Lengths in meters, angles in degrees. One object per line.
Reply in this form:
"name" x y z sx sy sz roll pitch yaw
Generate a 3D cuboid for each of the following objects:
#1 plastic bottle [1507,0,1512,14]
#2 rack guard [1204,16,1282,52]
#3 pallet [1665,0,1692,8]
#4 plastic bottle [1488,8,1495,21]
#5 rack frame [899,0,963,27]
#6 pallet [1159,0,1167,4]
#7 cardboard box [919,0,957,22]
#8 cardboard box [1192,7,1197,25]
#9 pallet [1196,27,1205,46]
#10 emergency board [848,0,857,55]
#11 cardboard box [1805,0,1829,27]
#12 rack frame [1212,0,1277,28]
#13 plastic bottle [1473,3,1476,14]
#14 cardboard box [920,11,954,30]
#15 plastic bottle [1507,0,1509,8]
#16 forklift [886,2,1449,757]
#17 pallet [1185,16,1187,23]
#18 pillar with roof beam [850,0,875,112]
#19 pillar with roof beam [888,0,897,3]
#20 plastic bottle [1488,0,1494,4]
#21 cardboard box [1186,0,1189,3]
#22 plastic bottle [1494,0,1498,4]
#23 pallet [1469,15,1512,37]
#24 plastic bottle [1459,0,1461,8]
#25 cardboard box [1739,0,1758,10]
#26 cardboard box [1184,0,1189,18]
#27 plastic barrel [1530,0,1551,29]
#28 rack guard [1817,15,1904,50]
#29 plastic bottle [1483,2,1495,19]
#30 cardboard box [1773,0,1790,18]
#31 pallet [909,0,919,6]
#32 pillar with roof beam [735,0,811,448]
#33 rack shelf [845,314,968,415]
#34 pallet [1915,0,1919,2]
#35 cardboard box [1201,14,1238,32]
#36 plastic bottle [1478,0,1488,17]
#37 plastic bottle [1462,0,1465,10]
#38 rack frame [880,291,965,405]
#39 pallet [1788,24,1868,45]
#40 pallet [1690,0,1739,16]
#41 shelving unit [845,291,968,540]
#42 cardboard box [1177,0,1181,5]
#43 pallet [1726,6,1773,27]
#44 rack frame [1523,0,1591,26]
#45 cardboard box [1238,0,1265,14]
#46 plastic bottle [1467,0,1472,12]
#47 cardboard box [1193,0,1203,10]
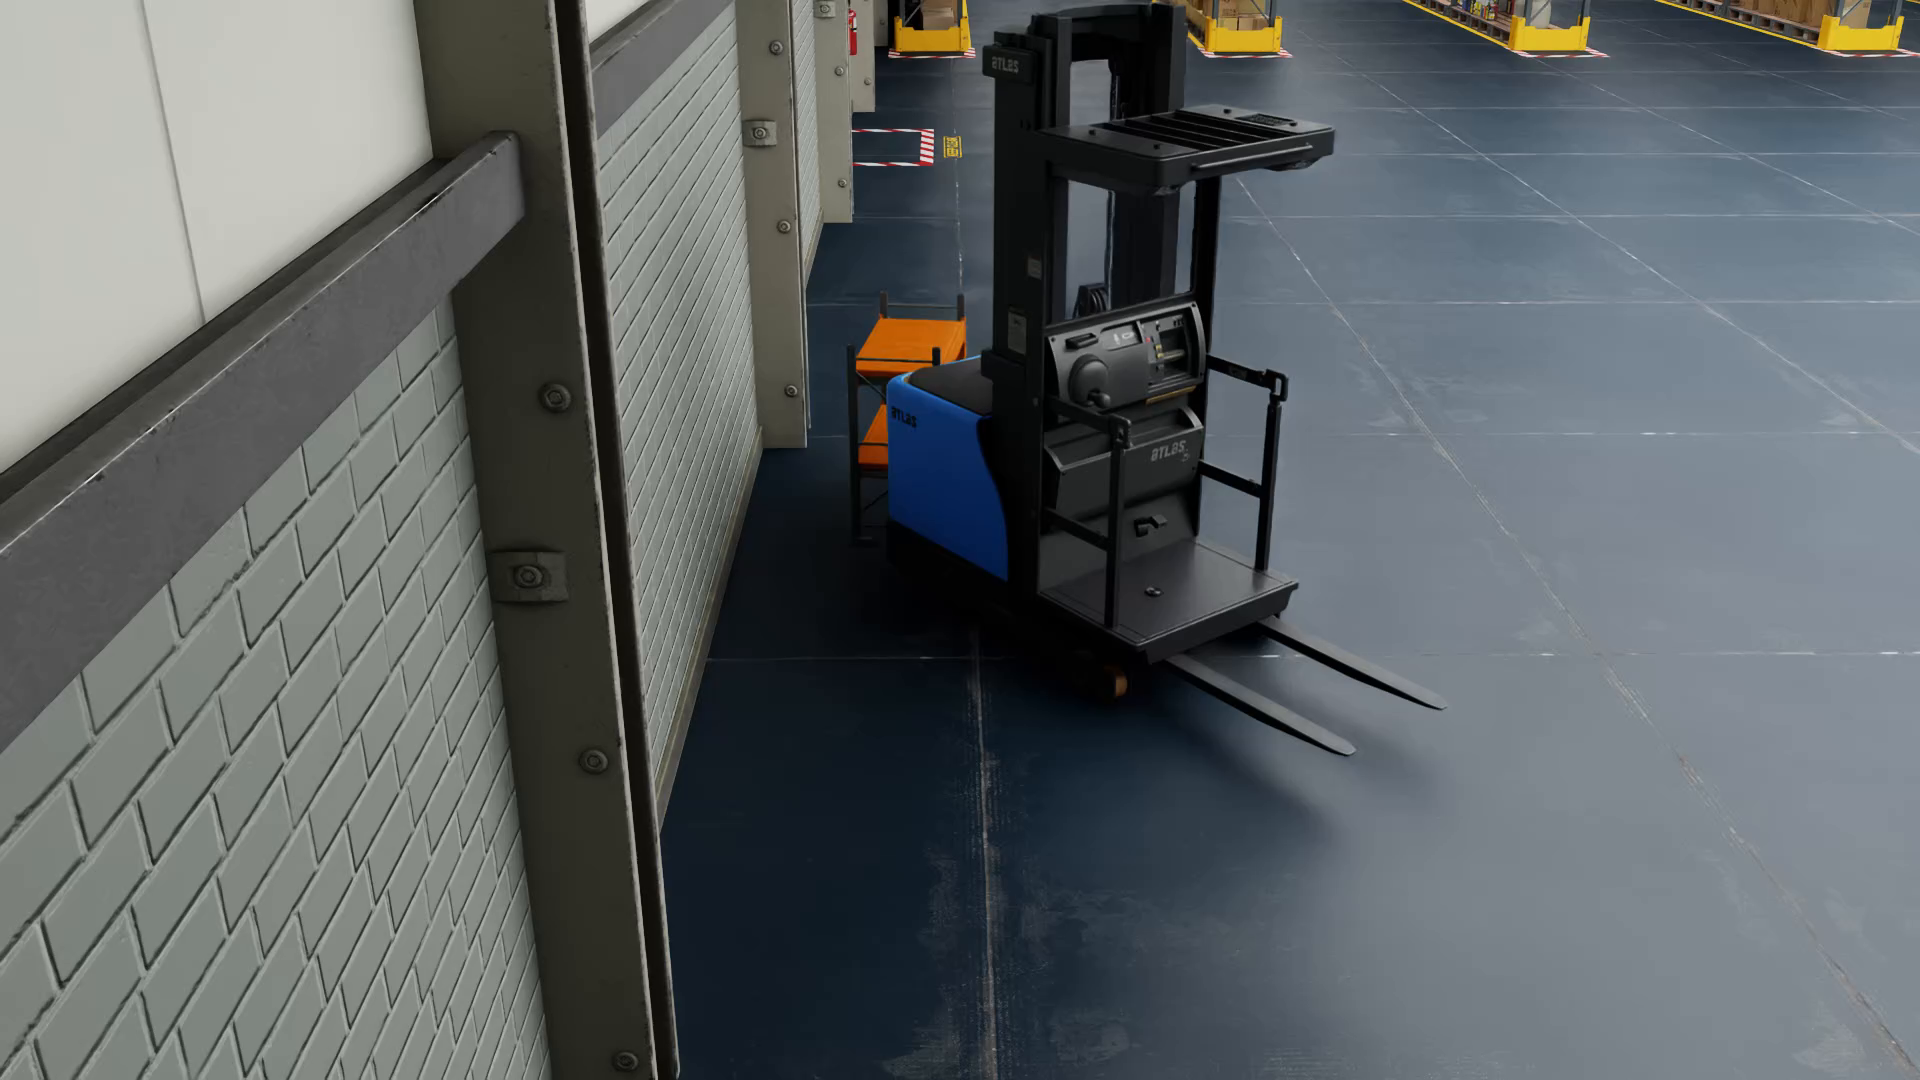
"plastic bottle" 9.605 -9.333 29.008 0.061 0.283 0.133 0 24 -1
"rack guard" 4.498 -8.040 26.419 1.175 0.500 0.348 0 24 -1
"pallet" 14.333 -10.434 32.064 1.003 0.211 1.213 0 24 -1
"plastic bottle" 8.992 -8.889 28.127 0.097 0.201 0.097 0 24 0
"rack frame" -0.456 -9.165 25.873 1.000 3.000 0.127 0 24 -1
"pallet" 4.390 -10.374 31.930 1.003 0.211 1.213 0 24 -1
"cardboard box" -0.338 -9.049 28.117 0.700 0.500 0.500 -2 24 -4
"cardboard box" 4.171 -8.759 27.803 0.500 0.250 0.500 0 24 -1
"pallet" 4.447 -8.233 27.197 1.003 0.211 1.213 0 24 -1
"emergency board" -1.274 -5.958 18.784 0.194 1.169 0.643 0 24 -1
"cardboard box" 14.372 -8.787 27.563 0.500 0.500 0.500 6 25 13
"rack frame" 4.497 -9.188 25.926 1.000 3.000 0.127 0 24 -1
"plastic bottle" 8.982 -9.254 28.933 0.097 0.201 0.097 0 24 0
"cardboard box" -0.374 -8.426 26.968 0.500 0.311 0.500 -3 25 -7
"plastic bottle" 9.704 -9.508 29.313 0.144 0.351 0.185 -1 24 -3
"forklift" 0.909 -0.831 7.530 1.130 2.935 3.031 -18 30 -34
"pallet" 4.420 -9.238 29.420 1.003 0.211 1.213 0 24 -1
"pillar with roof beam" 3.041 -9.730 19.843 9.100 9.000 0.400 0 24 -1
"pillar with roof beam" 2.911 -14.674 30.776 9.100 9.000 0.400 0 24 -1
"plastic bottle" 9.155 -9.240 28.812 0.152 0.276 0.135 0 24 -1
"cardboard box" 4.157 -9.512 28.559 0.500 0.500 0.500 0 24 -1
"plastic bottle" 9.558 -9.586 29.486 0.144 0.351 0.185 0 24 -1
"pallet" 9.389 -8.806 28.464 1.003 0.211 1.213 0 24 -1
"plastic bottle" 8.973 -9.608 29.715 0.097 0.201 0.097 0 24 0
"cardboard box" 14.324 -9.767 29.729 0.500 0.500 0.500 -1 24 -2
"cardboard box" 4.156 -9.171 28.714 0.500 0.250 0.500 0 24 -1
"plastic barrel" 9.367 -8.538 26.997 0.421 0.512 0.421 0 24 0
"rack guard" 14.402 -8.124 26.606 1.175 0.500 0.348 0 24 -1
"plastic bottle" 9.017 -9.027 28.341 0.152 0.276 0.135 0 24 0
"cardboard box" 14.423 -9.276 28.643 0.500 0.500 0.500 -2 24 -5
"pallet" -0.510 -9.863 30.802 1.003 0.211 1.213 0 24 -1
"pillar with roof beam" 3.172 -4.785 8.910 9.100 9.000 0.400 0 24 -1
"rack shelf" -0.285 -0.986 9.355 0.538 0.278 1.000 3 25 7
"pallet" 19.220 -10.411 32.014 1.003 0.211 1.213 0 24 -1
"cardboard box" 4.196 -8.347 26.892 0.500 0.250 0.500 0 24 -1
"plastic bottle" 9.009 -9.187 28.603 0.144 0.351 0.185 1 24 2
"plastic bottle" 9.003 -9.551 29.498 0.152 0.276 0.135 1 24 1
"rack frame" -0.220 -0.927 9.935 0.500 1.125 0.032 3 25 7
"pallet" 14.429 -8.327 27.406 1.003 0.211 1.213 0 24 -1
"pallet" 14.349 -9.930 30.949 1.003 0.211 1.213 0 24 -1
"shelving unit" -0.285 -0.719 9.476 0.538 1.125 1.048 3 25 7
"cardboard box" 4.155 -9.583 29.625 0.500 0.250 0.500 0 24 -1
"pallet" 14.402 -9.333 29.629 1.003 0.211 1.213 0 24 -1
"rack frame" 9.450 -9.209 25.972 1.000 3.000 0.127 0 24 -1
"cardboard box" 4.706 -8.897 27.198 0.500 0.500 0.500 0 24 -1
"plastic bottle" 9.003 -9.439 29.160 0.144 0.351 0.185 -1 24 -3
"cardboard box" 4.168 -9.100 27.648 0.500 0.500 0.500 0 24 -1
